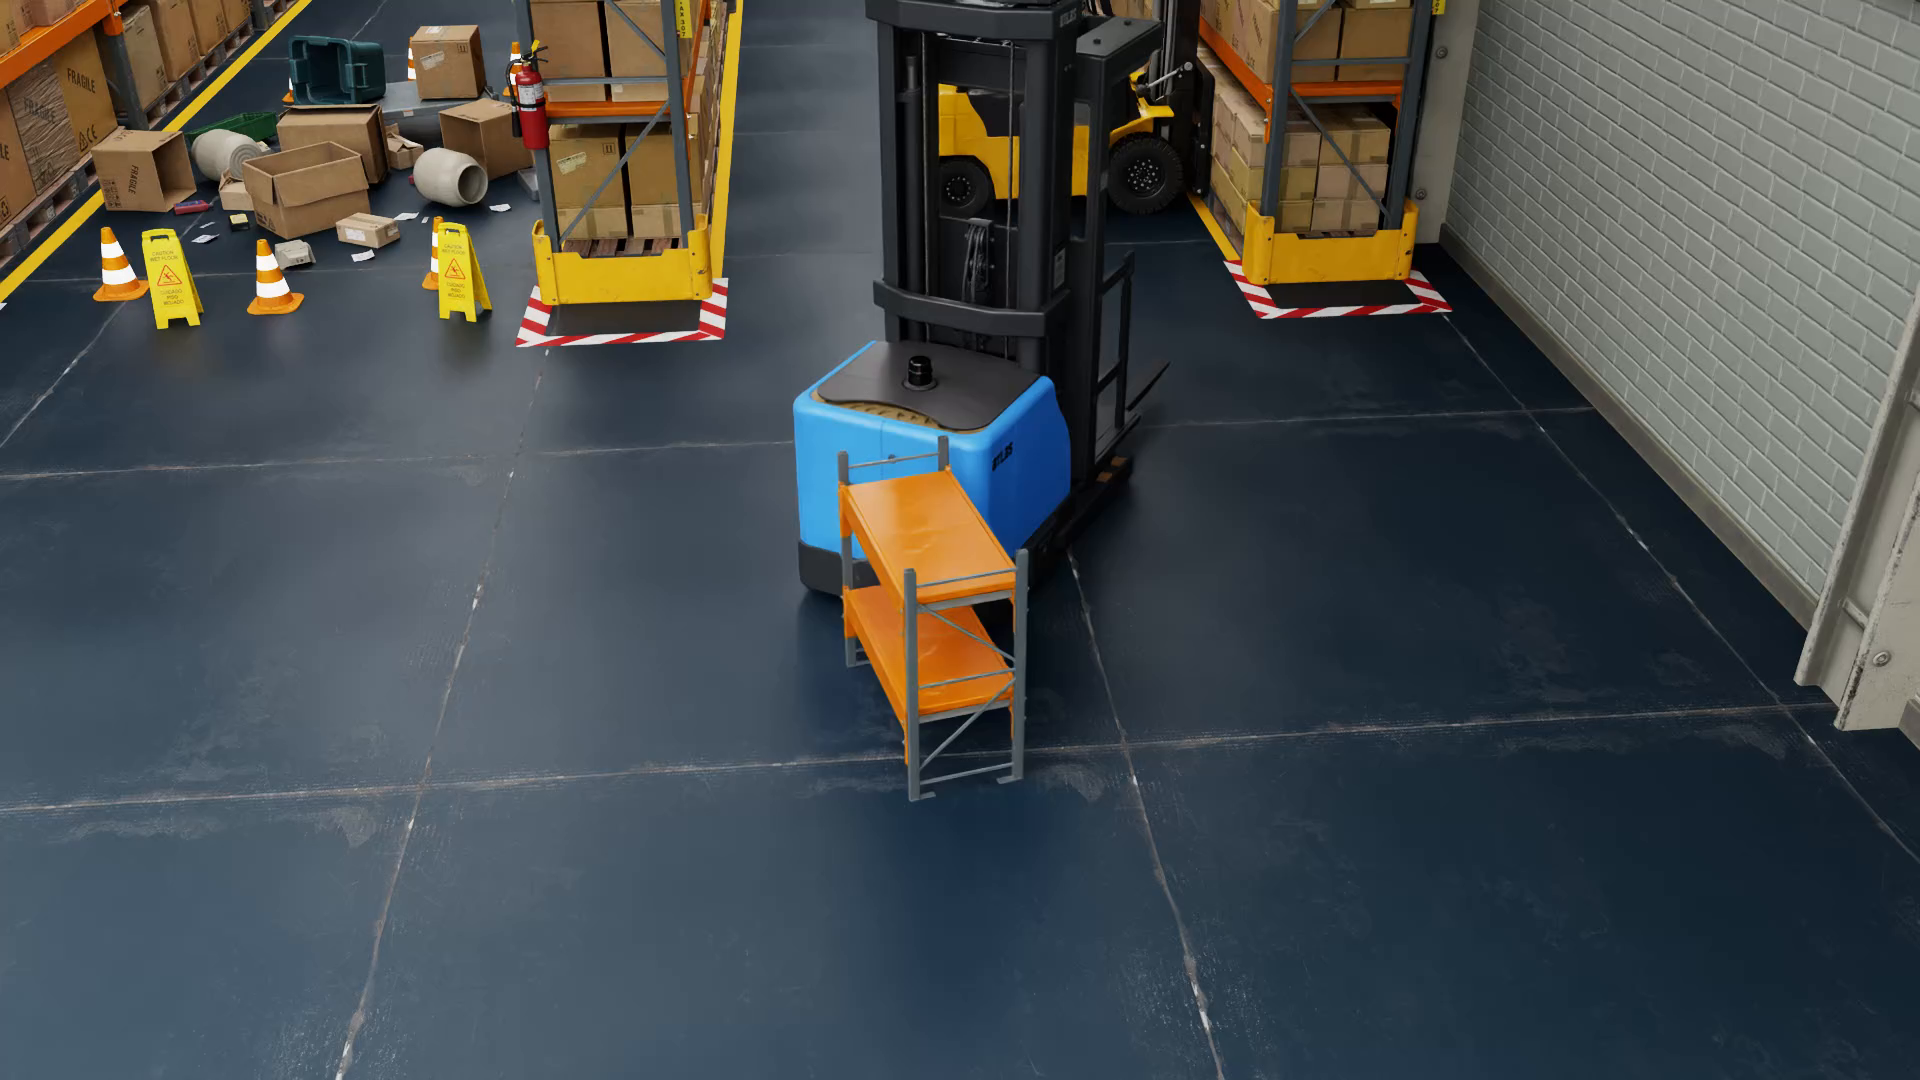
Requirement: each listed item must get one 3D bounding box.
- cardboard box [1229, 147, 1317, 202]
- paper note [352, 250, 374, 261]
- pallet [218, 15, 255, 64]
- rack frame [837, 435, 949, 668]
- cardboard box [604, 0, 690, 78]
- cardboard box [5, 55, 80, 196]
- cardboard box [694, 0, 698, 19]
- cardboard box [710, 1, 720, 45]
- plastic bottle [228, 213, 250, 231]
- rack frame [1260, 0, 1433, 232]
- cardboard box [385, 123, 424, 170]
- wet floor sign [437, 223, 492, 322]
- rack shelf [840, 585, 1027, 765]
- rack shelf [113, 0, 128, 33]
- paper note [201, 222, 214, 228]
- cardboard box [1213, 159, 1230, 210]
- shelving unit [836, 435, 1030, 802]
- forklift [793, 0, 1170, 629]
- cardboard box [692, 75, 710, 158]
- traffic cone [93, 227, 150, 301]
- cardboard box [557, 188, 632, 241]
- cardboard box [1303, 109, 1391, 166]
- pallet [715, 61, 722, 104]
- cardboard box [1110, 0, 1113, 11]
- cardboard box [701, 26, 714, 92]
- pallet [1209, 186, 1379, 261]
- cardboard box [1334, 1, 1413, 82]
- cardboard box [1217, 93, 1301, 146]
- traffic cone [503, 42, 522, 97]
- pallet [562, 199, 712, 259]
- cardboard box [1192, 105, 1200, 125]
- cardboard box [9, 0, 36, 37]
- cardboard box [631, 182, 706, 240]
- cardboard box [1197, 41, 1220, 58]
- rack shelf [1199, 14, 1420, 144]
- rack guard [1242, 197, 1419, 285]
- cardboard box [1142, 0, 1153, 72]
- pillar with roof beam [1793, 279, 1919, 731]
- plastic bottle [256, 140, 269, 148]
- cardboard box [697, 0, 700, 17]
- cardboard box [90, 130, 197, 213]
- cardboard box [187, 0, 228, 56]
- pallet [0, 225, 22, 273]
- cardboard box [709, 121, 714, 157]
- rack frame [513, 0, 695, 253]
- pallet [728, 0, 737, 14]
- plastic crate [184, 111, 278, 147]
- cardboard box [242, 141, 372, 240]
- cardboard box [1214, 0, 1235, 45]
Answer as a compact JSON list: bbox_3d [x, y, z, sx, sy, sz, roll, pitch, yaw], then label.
[{"bbox_3d":[2.268,-2.668,12.075,0.500,0.250,0.500,-3,31,-5],"label":"cardboard box"},{"bbox_3d":[-4.387,-2.092,12.223,0.148,0.019,0.142,-14,33,-22],"label":"paper note"},{"bbox_3d":[-7.985,-5.172,17.203,1.003,0.211,1.213,-3,31,-5],"label":"pallet"},{"bbox_3d":[-0.291,0.067,7.541,0.500,1.125,0.032,-10,32,-15],"label":"rack frame"},{"bbox_3d":[-2.085,-3.406,11.139,0.500,0.500,0.500,-3,31,-5],"label":"cardboard box"},{"bbox_3d":[-7.532,-3.217,12.873,0.875,0.875,0.875,-3,31,-4],"label":"cardboard box"},{"bbox_3d":[-2.241,-4.189,12.451,0.500,0.500,0.500,-3,31,-6],"label":"cardboard box"},{"bbox_3d":[-2.879,-5.064,16.455,0.950,0.372,0.625,-2,31,-3],"label":"cardboard box"},{"bbox_3d":[-5.554,-2.455,12.801,0.133,0.061,0.283,-14,33,-22],"label":"plastic bottle"},{"bbox_3d":[2.625,-3.220,11.215,1.000,3.000,0.127,-3,31,-5],"label":"rack frame"},{"bbox_3d":[-4.751,-3.329,14.065,0.396,0.266,0.258,27,40,37],"label":"cardboard box"},{"bbox_3d":[-3.364,-1.821,11.169,0.267,0.644,0.232,8,32,13],"label":"wet floor sign"},{"bbox_3d":[-0.133,0.524,7.252,0.538,0.278,1.000,-10,32,-15],"label":"rack shelf"},{"bbox_3d":[-7.796,-5.446,15.643,1.077,0.370,4.000,-3,31,-5],"label":"rack shelf"},{"bbox_3d":[-5.795,-2.425,12.800,0.032,0.001,0.123,13,33,21],"label":"paper note"},{"bbox_3d":[2.229,-2.698,12.614,0.500,0.250,0.500,-3,31,-5],"label":"cardboard box"},{"bbox_3d":[-0.133,0.315,7.127,0.538,1.125,1.048,-10,32,-15],"label":"shelving unit"},{"bbox_3d":[0.311,-1.559,8.501,1.130,2.935,3.031,14,34,23],"label":"forklift"},{"bbox_3d":[-2.212,-3.262,12.827,0.500,0.500,0.500,-2,31,-4],"label":"cardboard box"},{"bbox_3d":[-5.872,-1.941,11.549,0.336,0.463,0.334,-3,31,-5],"label":"traffic cone"},{"bbox_3d":[-2.663,-2.392,12.101,0.500,0.250,0.500,-3,31,-5],"label":"cardboard box"},{"bbox_3d":[2.768,-2.903,11.982,0.500,0.250,0.500,-3,31,-5],"label":"cardboard box"},{"bbox_3d":[-2.765,-4.222,15.613,1.003,0.211,1.213,-3,31,-5],"label":"pallet"},{"bbox_3d":[1.991,-5.812,17.462,0.875,0.625,0.625,-2,31,-3],"label":"cardboard box"},{"bbox_3d":[-2.368,-4.055,14.154,0.500,0.500,0.500,-3,31,-5],"label":"cardboard box"},{"bbox_3d":[2.512,-2.411,12.580,1.003,0.211,1.213,-3,31,-5],"label":"pallet"},{"bbox_3d":[2.855,-3.529,11.635,0.500,0.500,0.500,-2,31,-3],"label":"cardboard box"},{"bbox_3d":[2.218,-3.129,12.361,0.500,0.250,0.500,-2,31,-4],"label":"cardboard box"},{"bbox_3d":[-4.200,-4.499,15.831,0.336,0.463,0.334,-3,31,-5],"label":"traffic cone"},{"bbox_3d":[-2.365,-2.238,12.291,1.003,0.211,1.213,-3,31,-5],"label":"pallet"},{"bbox_3d":[2.120,-3.442,13.372,0.500,0.250,0.500,-3,31,-5],"label":"cardboard box"},{"bbox_3d":[-7.556,-4.049,12.457,0.875,0.550,0.550,-3,31,-5],"label":"cardboard box"},{"bbox_3d":[-2.117,-2.405,12.123,0.500,0.250,0.500,-3,31,-5],"label":"cardboard box"},{"bbox_3d":[2.079,-3.914,13.674,0.500,0.250,0.500,-2,31,-3],"label":"cardboard box"},{"bbox_3d":[2.438,-3.932,13.109,1.077,0.370,4.000,-3,31,-5],"label":"rack shelf"},{"bbox_3d":[2.627,-2.134,11.835,1.175,0.500,0.348,-3,31,-5],"label":"rack guard"},{"bbox_3d":[2.191,-4.688,15.580,0.875,0.625,0.625,-1,31,-2],"label":"cardboard box"},{"bbox_3d":[-0.269,-2.924,4.870,9.100,9.000,0.400,-3,31,-5],"label":"pillar with roof beam"},{"bbox_3d":[-6.081,-3.403,14.388,0.133,0.061,0.283,-20,36,-30],"label":"plastic bottle"},{"bbox_3d":[-2.259,-4.246,13.179,0.380,0.149,0.250,-3,31,-5],"label":"cardboard box"},{"bbox_3d":[-6.443,-2.918,13.145,0.500,0.500,0.500,2,31,4],"label":"cardboard box"},{"bbox_3d":[-7.931,-5.229,16.363,1.050,0.750,0.750,-2,31,-4],"label":"cardboard box"},{"bbox_3d":[-7.388,-1.898,11.722,1.003,0.211,1.213,-3,31,-5],"label":"pallet"},{"bbox_3d":[-2.265,-3.202,13.457,0.500,0.250,0.500,-2,31,-4],"label":"cardboard box"},{"bbox_3d":[-2.317,-2.980,10.814,1.000,3.000,0.127,-3,31,-5],"label":"rack frame"},{"bbox_3d":[-3.063,-6.273,19.047,1.003,0.211,1.213,-3,31,-5],"label":"pallet"},{"bbox_3d":[-6.289,-3.525,14.412,0.450,0.188,0.662,4,30,26],"label":"plastic crate"},{"bbox_3d":[-5.002,-2.684,12.752,0.637,0.503,0.797,27,40,37],"label":"cardboard box"},{"bbox_3d":[2.230,-4.028,12.471,0.500,0.500,0.500,-3,31,-6],"label":"cardboard box"}]
